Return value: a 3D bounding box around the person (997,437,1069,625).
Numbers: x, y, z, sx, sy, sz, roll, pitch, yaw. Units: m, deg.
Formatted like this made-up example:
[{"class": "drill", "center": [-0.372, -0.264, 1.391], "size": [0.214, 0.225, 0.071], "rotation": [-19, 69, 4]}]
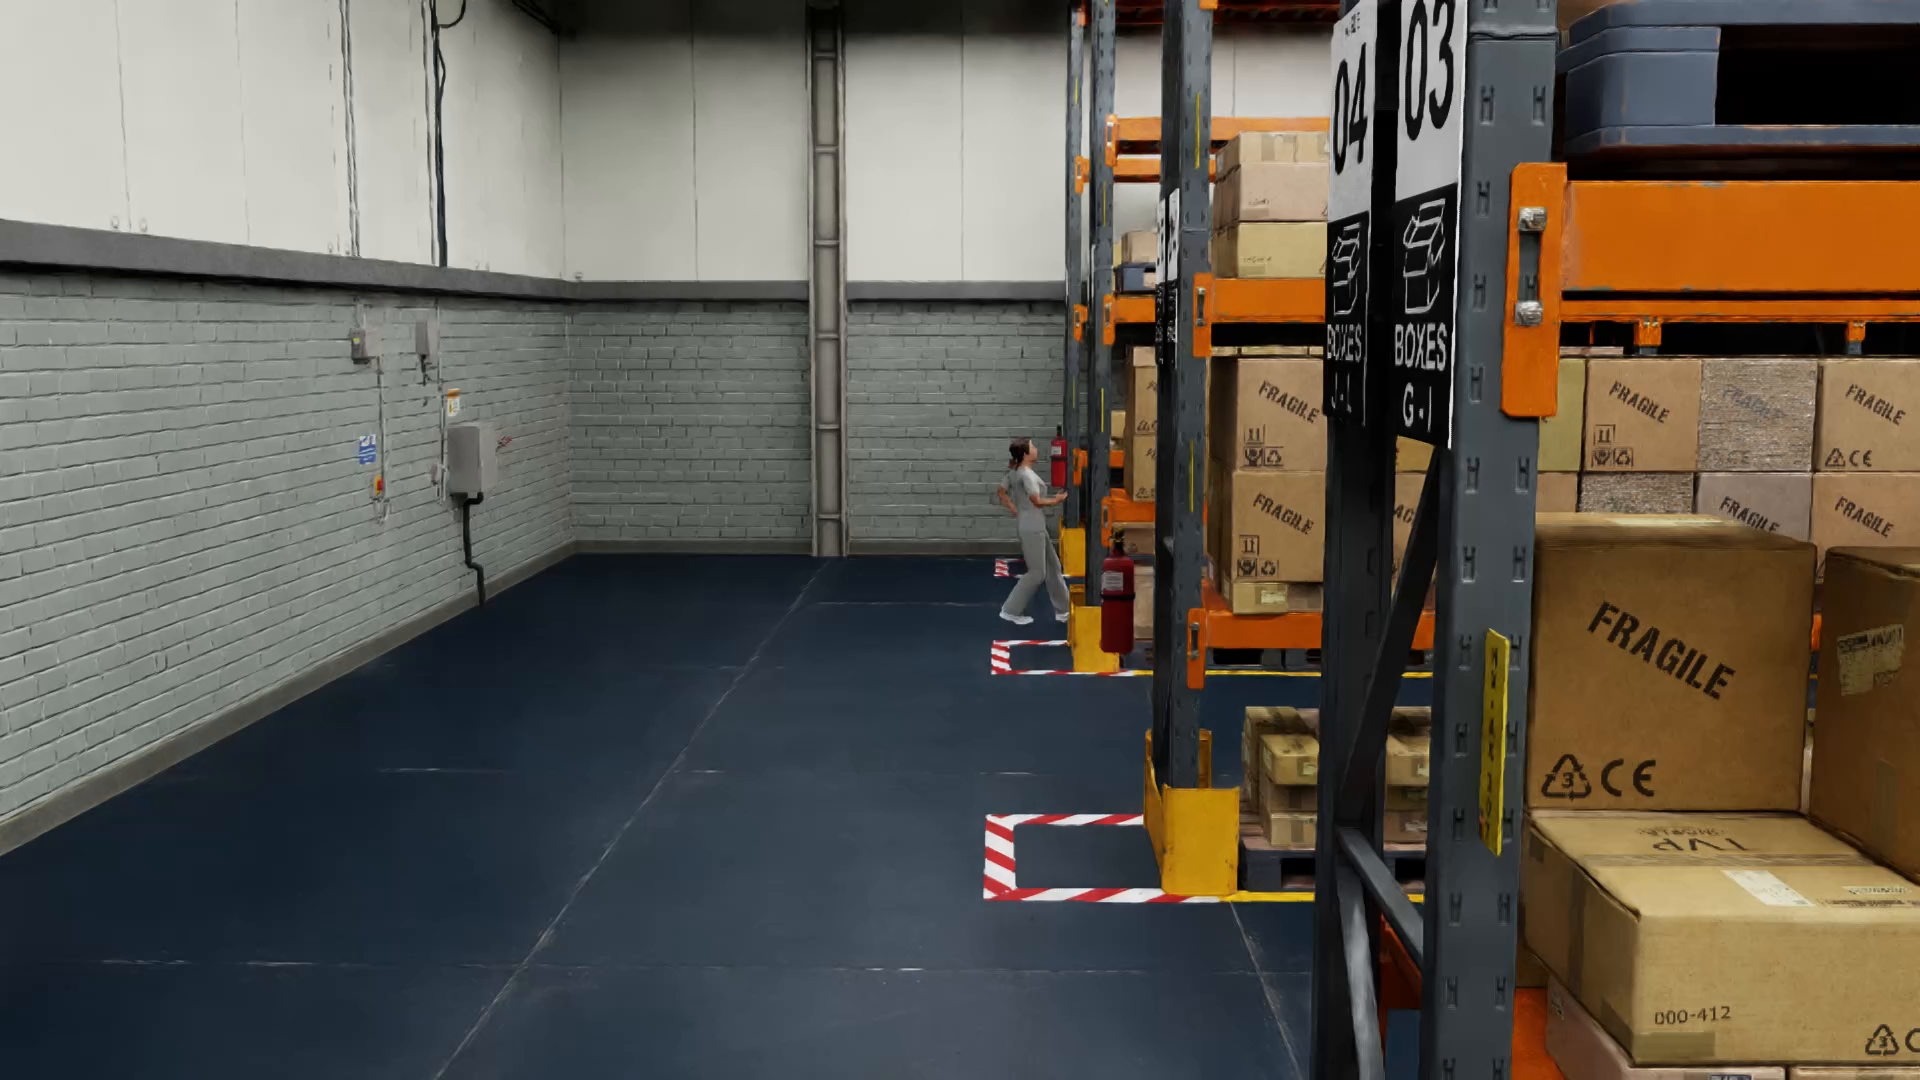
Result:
[{"class": "person", "center": [0.730, -0.058, 14.400], "size": [0.789, 1.649, 0.527], "rotation": [0, 7, -2]}]
